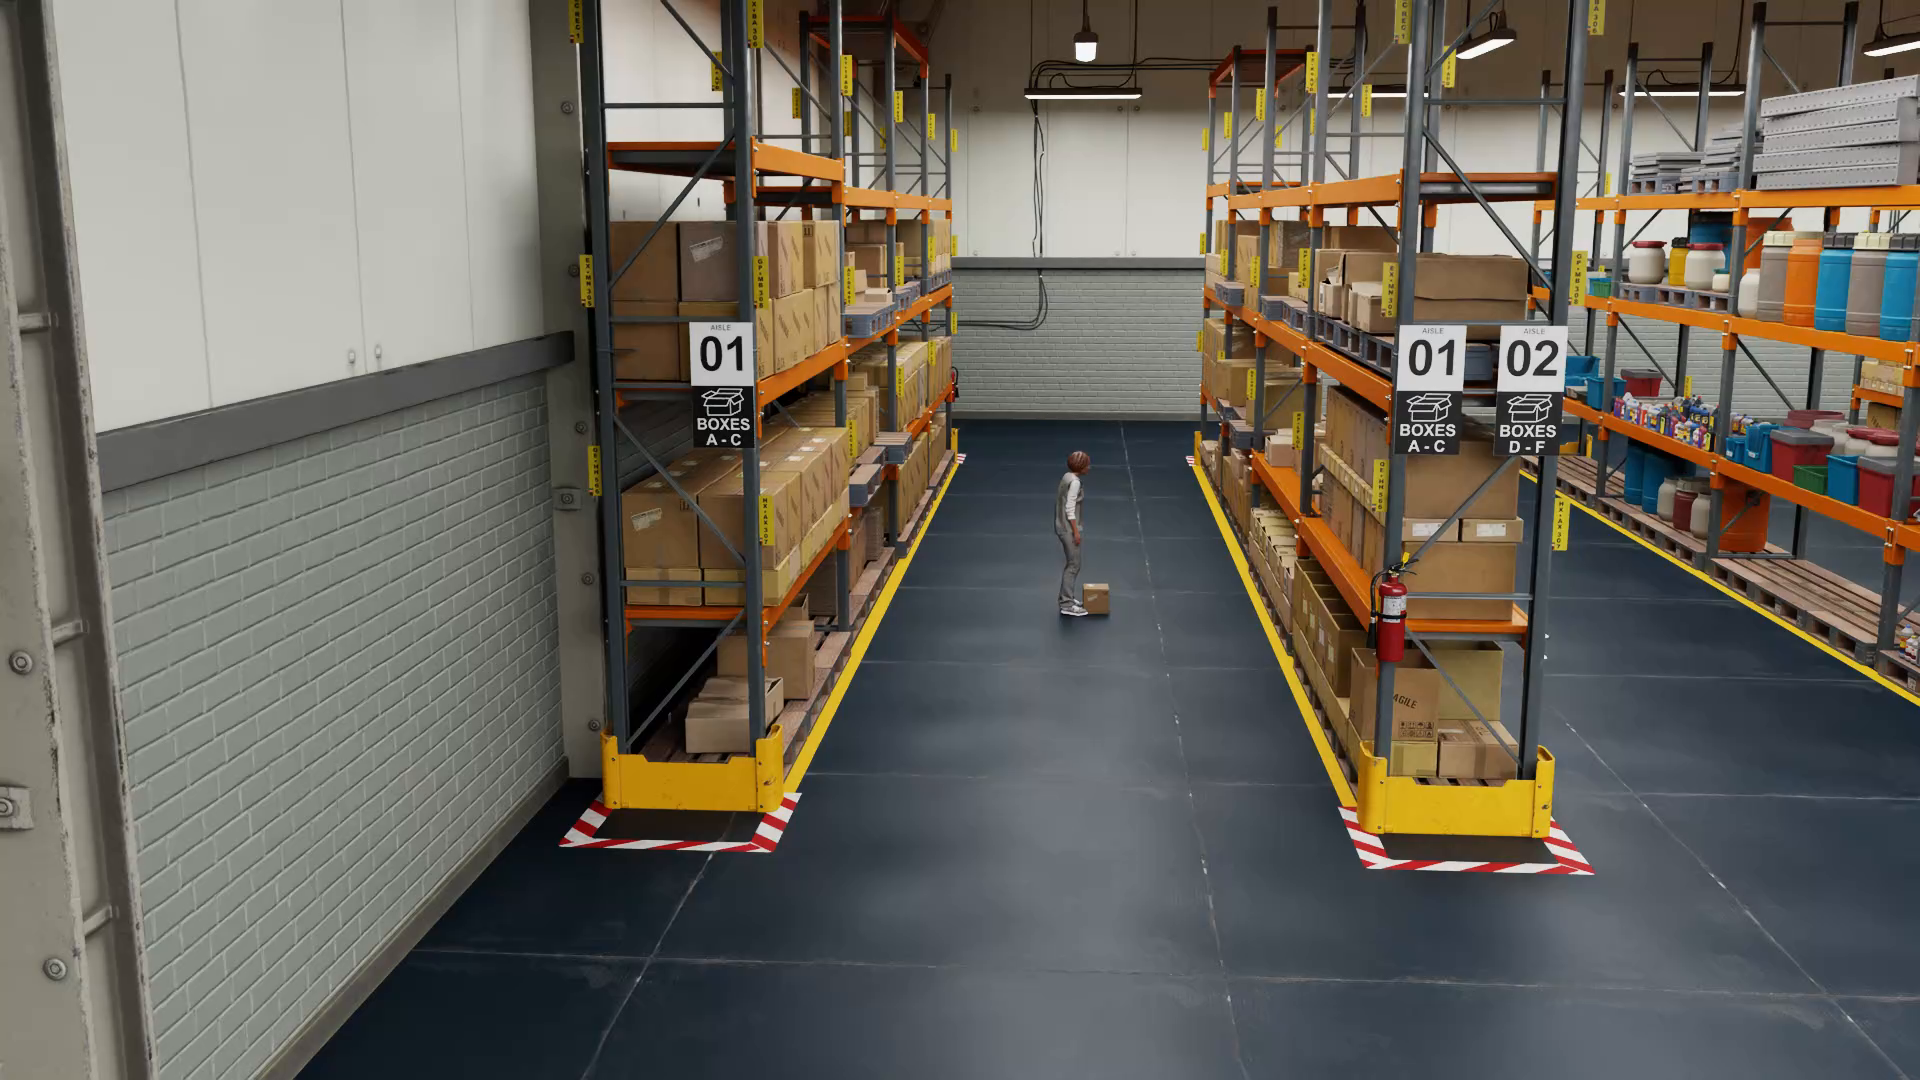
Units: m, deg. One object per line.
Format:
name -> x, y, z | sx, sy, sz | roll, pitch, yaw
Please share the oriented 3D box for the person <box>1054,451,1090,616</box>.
person -> 1.100, -0.078, 16.363 | 0.343, 1.593, 0.485 | 0, 11, 1
